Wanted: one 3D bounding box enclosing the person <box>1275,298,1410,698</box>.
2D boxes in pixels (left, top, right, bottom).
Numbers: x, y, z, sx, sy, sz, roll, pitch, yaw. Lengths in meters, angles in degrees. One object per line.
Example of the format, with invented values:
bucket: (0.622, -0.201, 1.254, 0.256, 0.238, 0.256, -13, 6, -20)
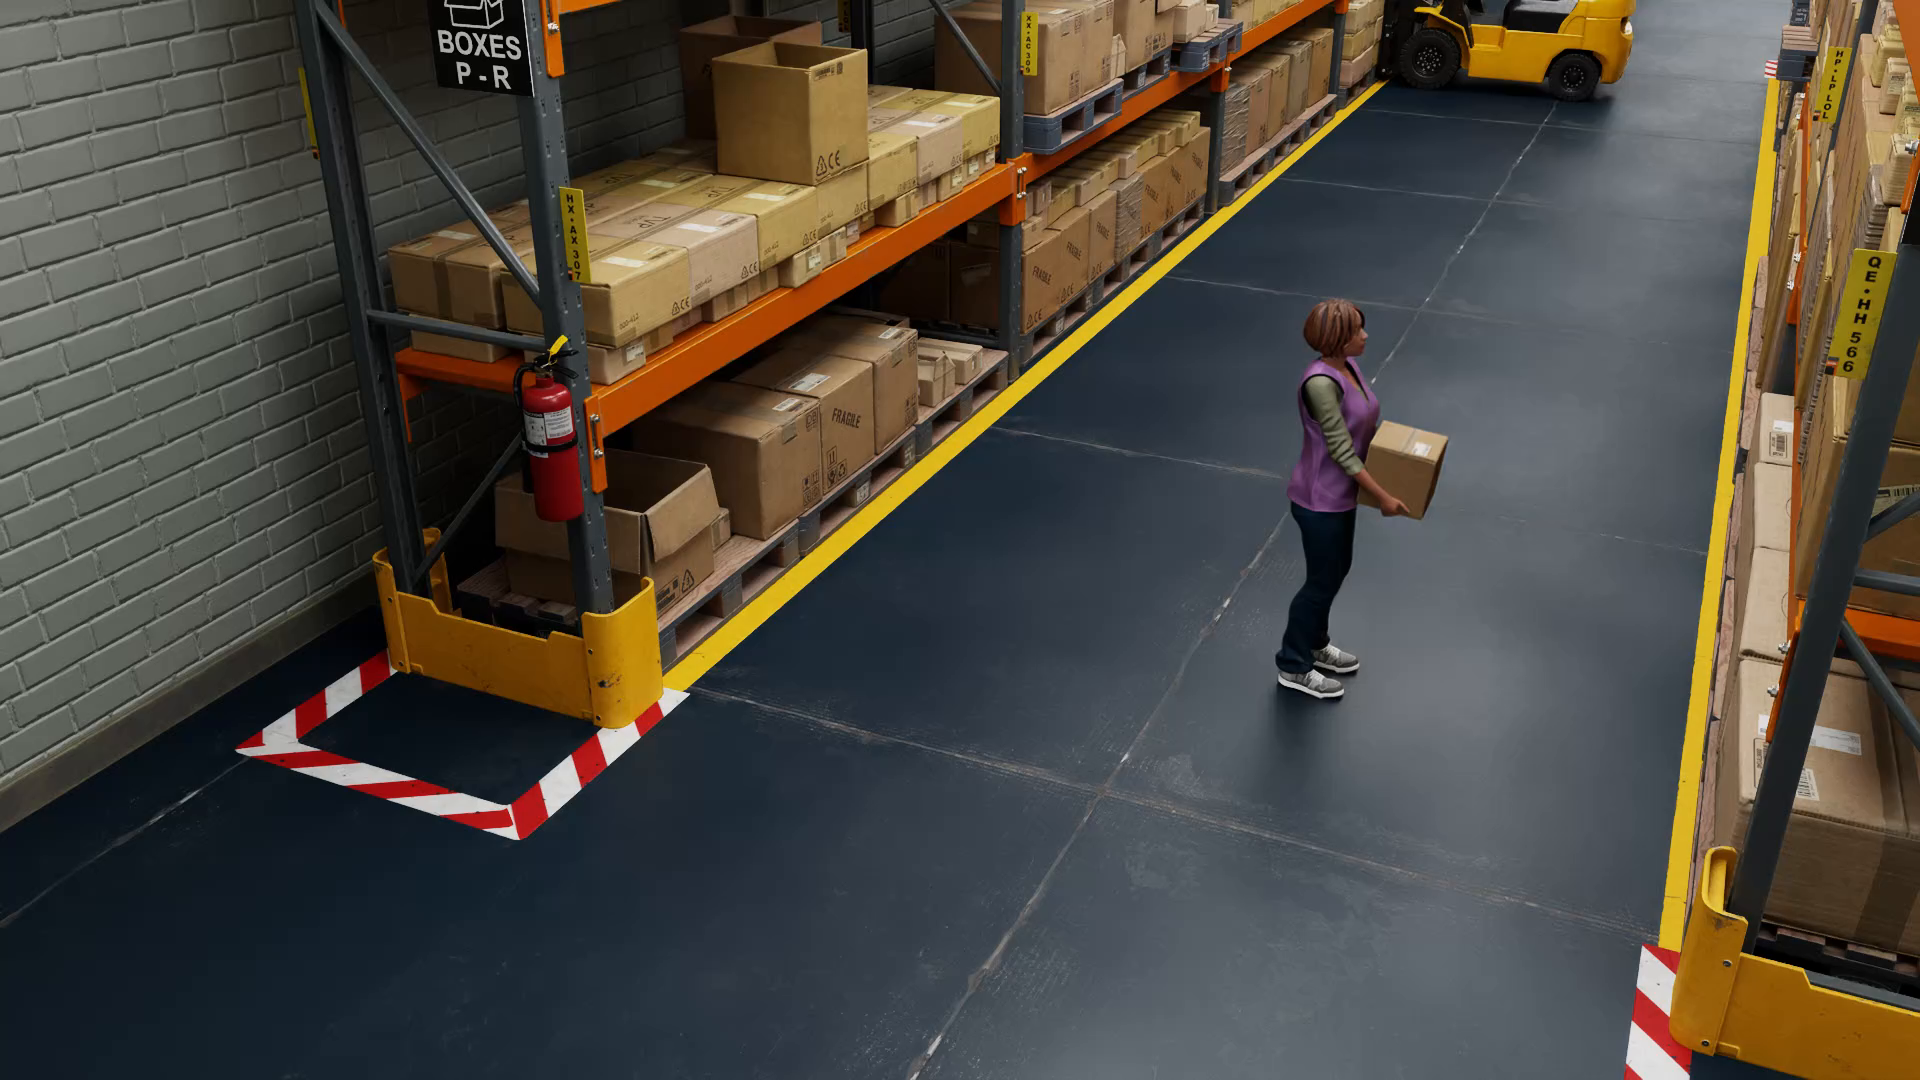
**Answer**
person: (1.508, -0.146, 6.420, 0.488, 1.590, 0.411, 11, 29, 22)
